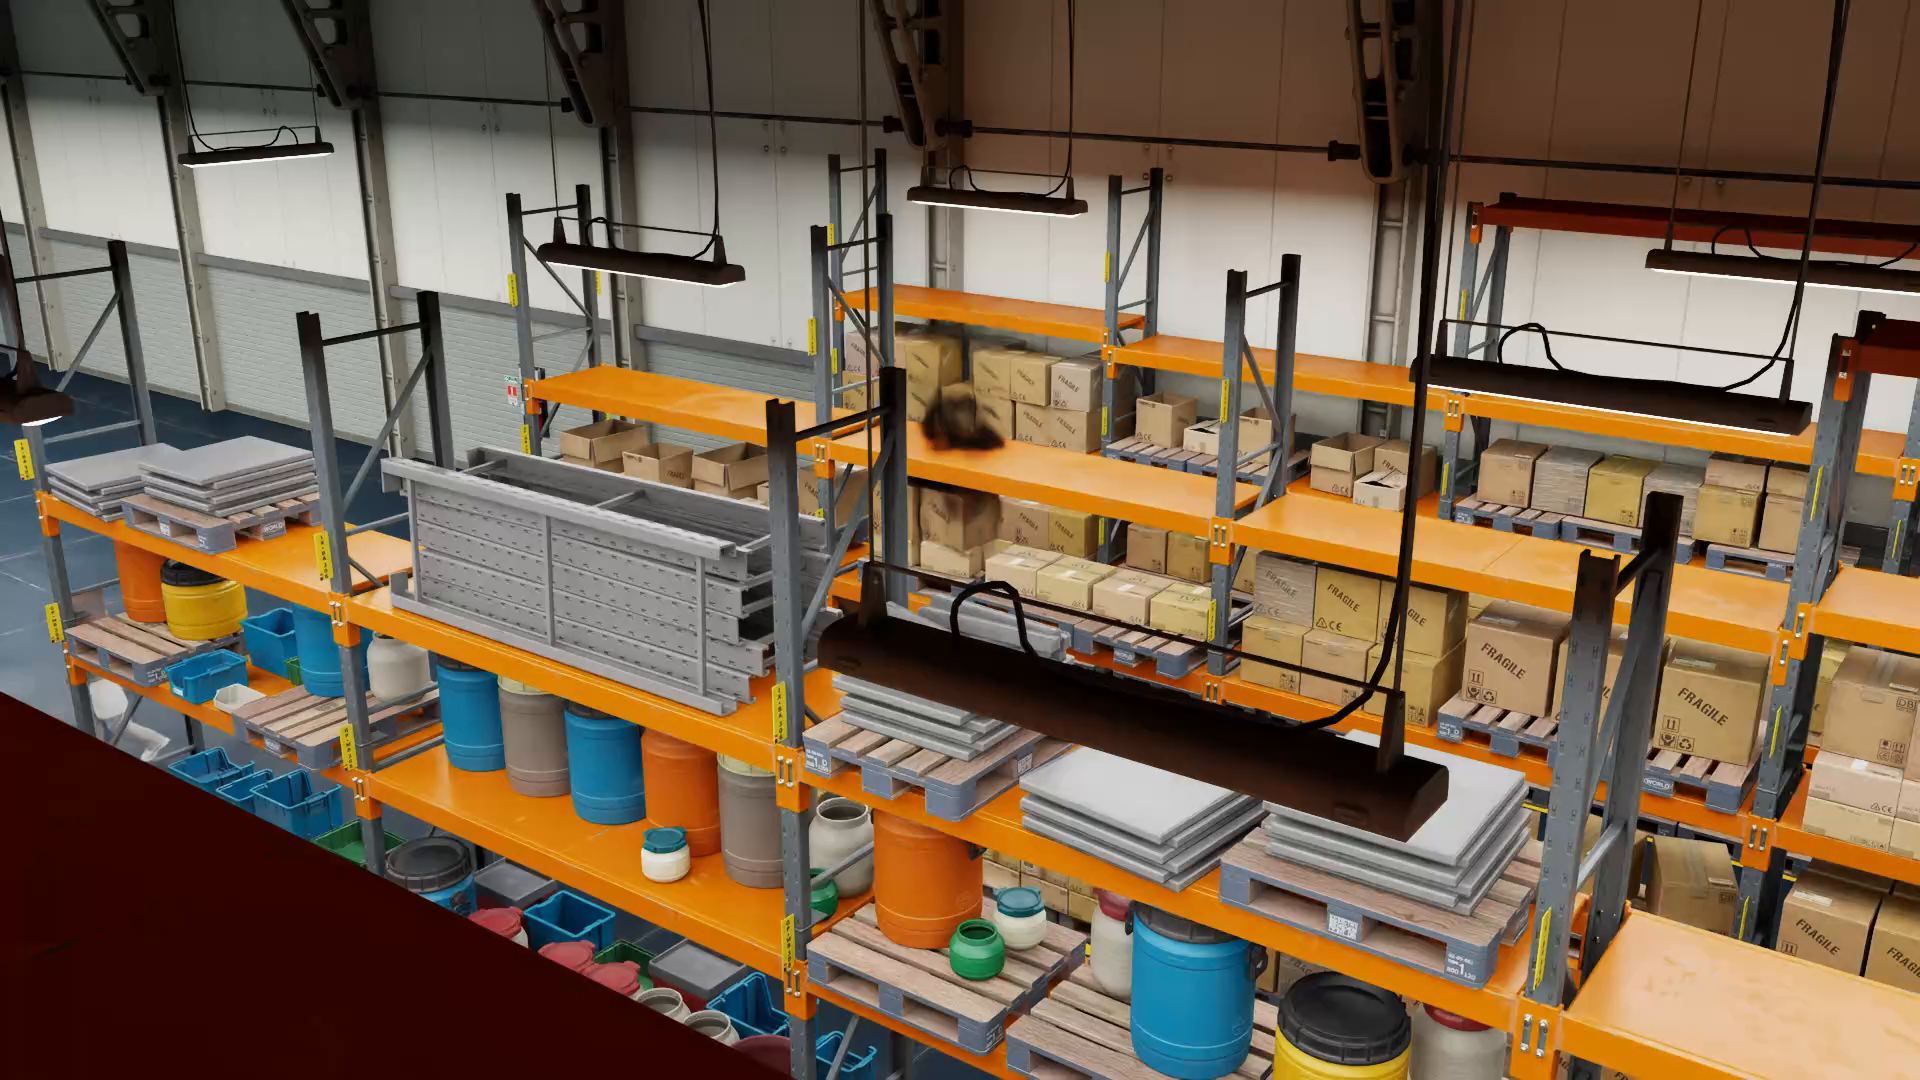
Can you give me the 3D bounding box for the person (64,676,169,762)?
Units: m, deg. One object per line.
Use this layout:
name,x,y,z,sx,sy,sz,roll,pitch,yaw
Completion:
person,-8.975,1.605,17.528,0.993,1.798,0.712,-8,20,-23
